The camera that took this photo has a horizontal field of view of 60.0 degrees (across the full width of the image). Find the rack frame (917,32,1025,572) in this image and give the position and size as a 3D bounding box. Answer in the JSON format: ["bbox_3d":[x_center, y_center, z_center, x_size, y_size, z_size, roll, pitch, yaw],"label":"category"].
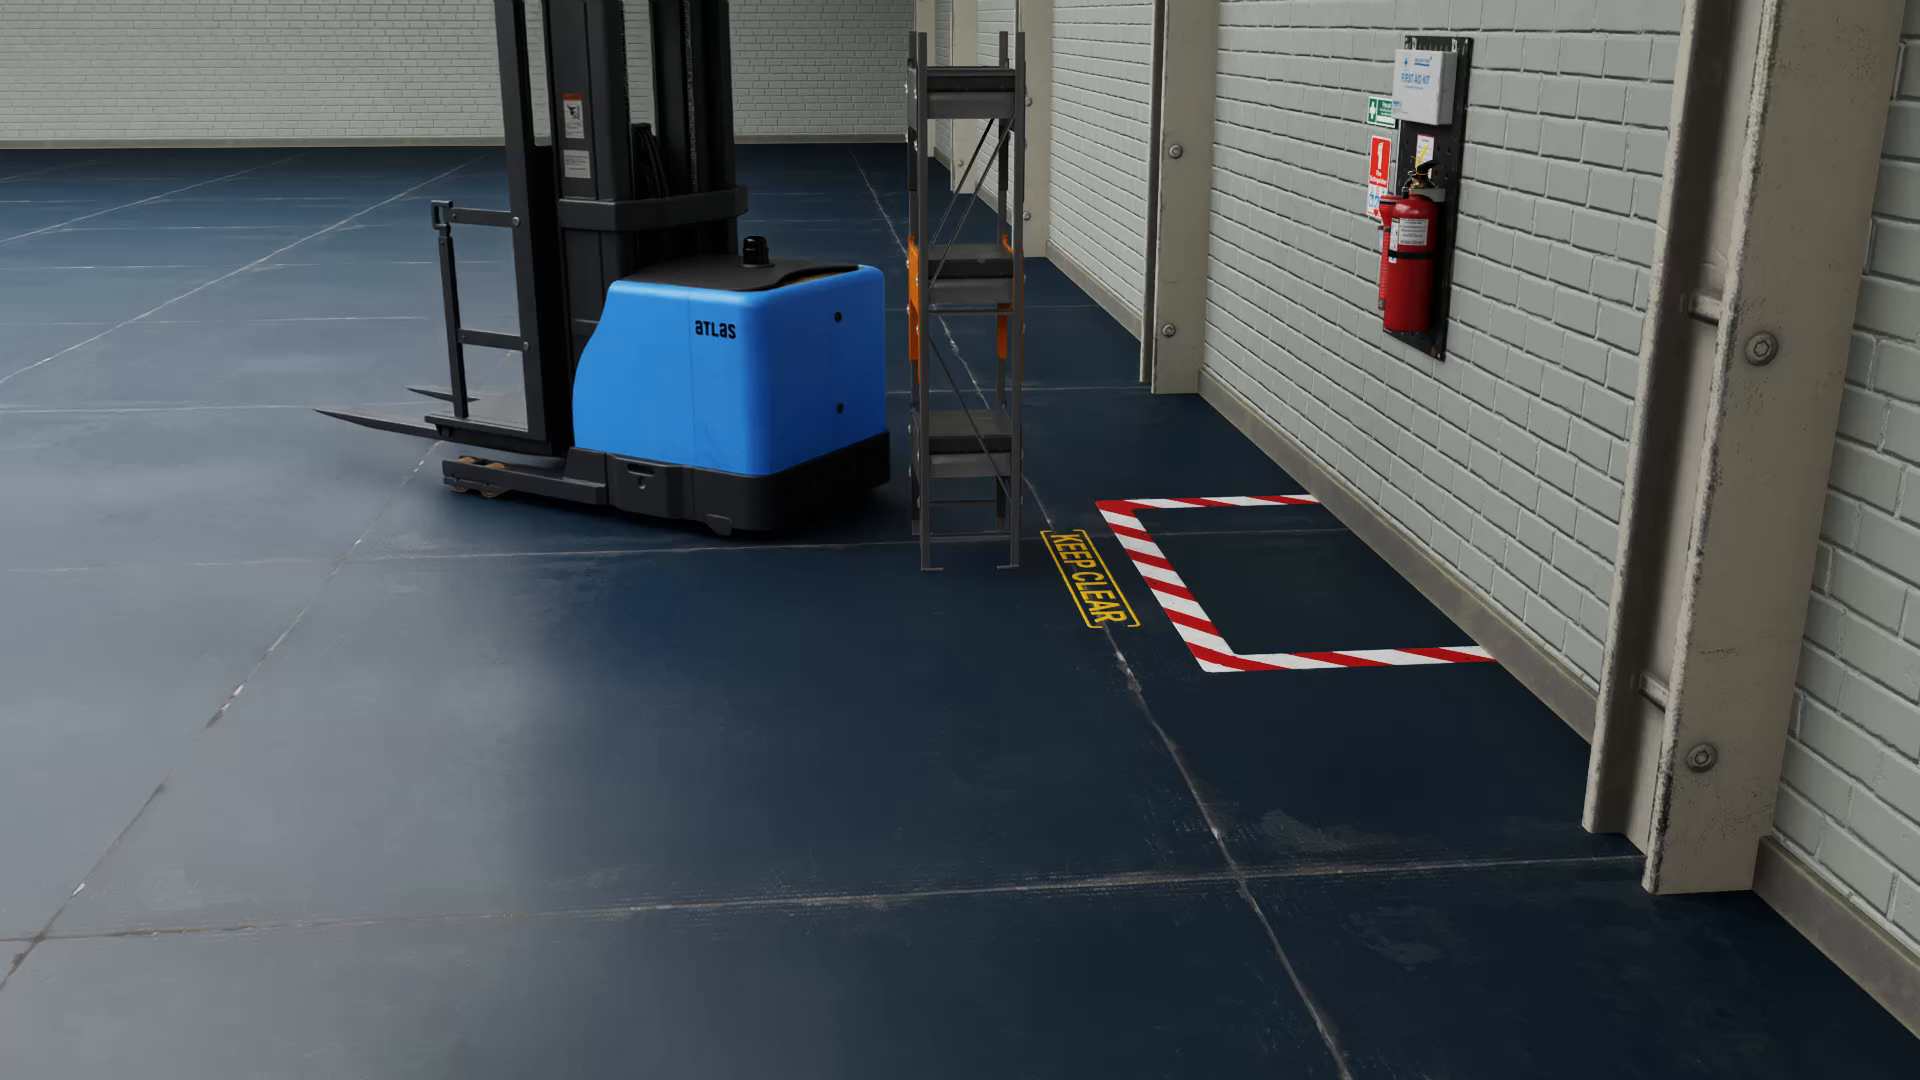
[{"bbox_3d":[0.042,-0.880,6.474,0.400,2.100,0.015,-2,18,-6],"label":"rack frame"}]

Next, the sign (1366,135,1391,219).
[{"bbox_3d":[1.739,-1.506,6.907,0.001,0.329,0.234,-2,18,-6],"label":"sign"}]

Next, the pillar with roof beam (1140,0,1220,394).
[{"bbox_3d":[-2.991,-5.101,8.400,9.100,9.000,0.400,-2,18,-6],"label":"pillar with roof beam"}]

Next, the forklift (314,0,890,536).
[{"bbox_3d":[-1.862,-1.719,7.759,3.031,2.935,1.130,10,20,29],"label":"forklift"}]

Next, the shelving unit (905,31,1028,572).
[{"bbox_3d":[0.017,-0.952,6.705,0.431,2.100,0.503,-2,18,-6],"label":"shelving unit"}]

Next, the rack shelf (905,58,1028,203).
[{"bbox_3d":[0.017,-1.607,6.500,0.431,0.518,0.480,-2,18,-6],"label":"rack shelf"}]

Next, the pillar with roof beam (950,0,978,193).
[{"bbox_3d":[-4.229,-8.676,19.788,9.100,9.000,0.400,-2,18,-6],"label":"pillar with roof beam"}]

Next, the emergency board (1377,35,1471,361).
[{"bbox_3d":[1.693,-1.321,6.377,0.194,1.169,0.643,-2,18,-6],"label":"emergency board"}]

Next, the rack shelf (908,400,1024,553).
[{"bbox_3d":[0.017,-0.272,6.919,0.431,0.518,0.480,-2,18,-6],"label":"rack shelf"}]

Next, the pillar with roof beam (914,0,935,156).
[{"bbox_3d":[-4.847,-10.463,25.482,9.100,9.000,0.400,-2,18,-6],"label":"pillar with roof beam"}]

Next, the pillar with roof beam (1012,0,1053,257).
[{"bbox_3d":[-3.610,-6.888,14.094,9.100,9.000,0.400,-2,18,-6],"label":"pillar with roof beam"}]

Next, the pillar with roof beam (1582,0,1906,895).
[{"bbox_3d":[-2.372,-3.313,2.706,9.100,9.000,0.400,-2,18,-6],"label":"pillar with roof beam"}]

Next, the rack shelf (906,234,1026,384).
[{"bbox_3d":[0.017,-0.939,6.710,0.431,0.518,0.480,-2,18,-6],"label":"rack shelf"}]

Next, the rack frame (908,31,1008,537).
[{"bbox_3d":[-0.008,-1.025,6.937,0.400,2.100,0.015,-2,18,-6],"label":"rack frame"}]

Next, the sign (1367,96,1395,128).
[{"bbox_3d":[1.730,-1.757,6.822,0.001,0.109,0.331,-2,18,-6],"label":"sign"}]
